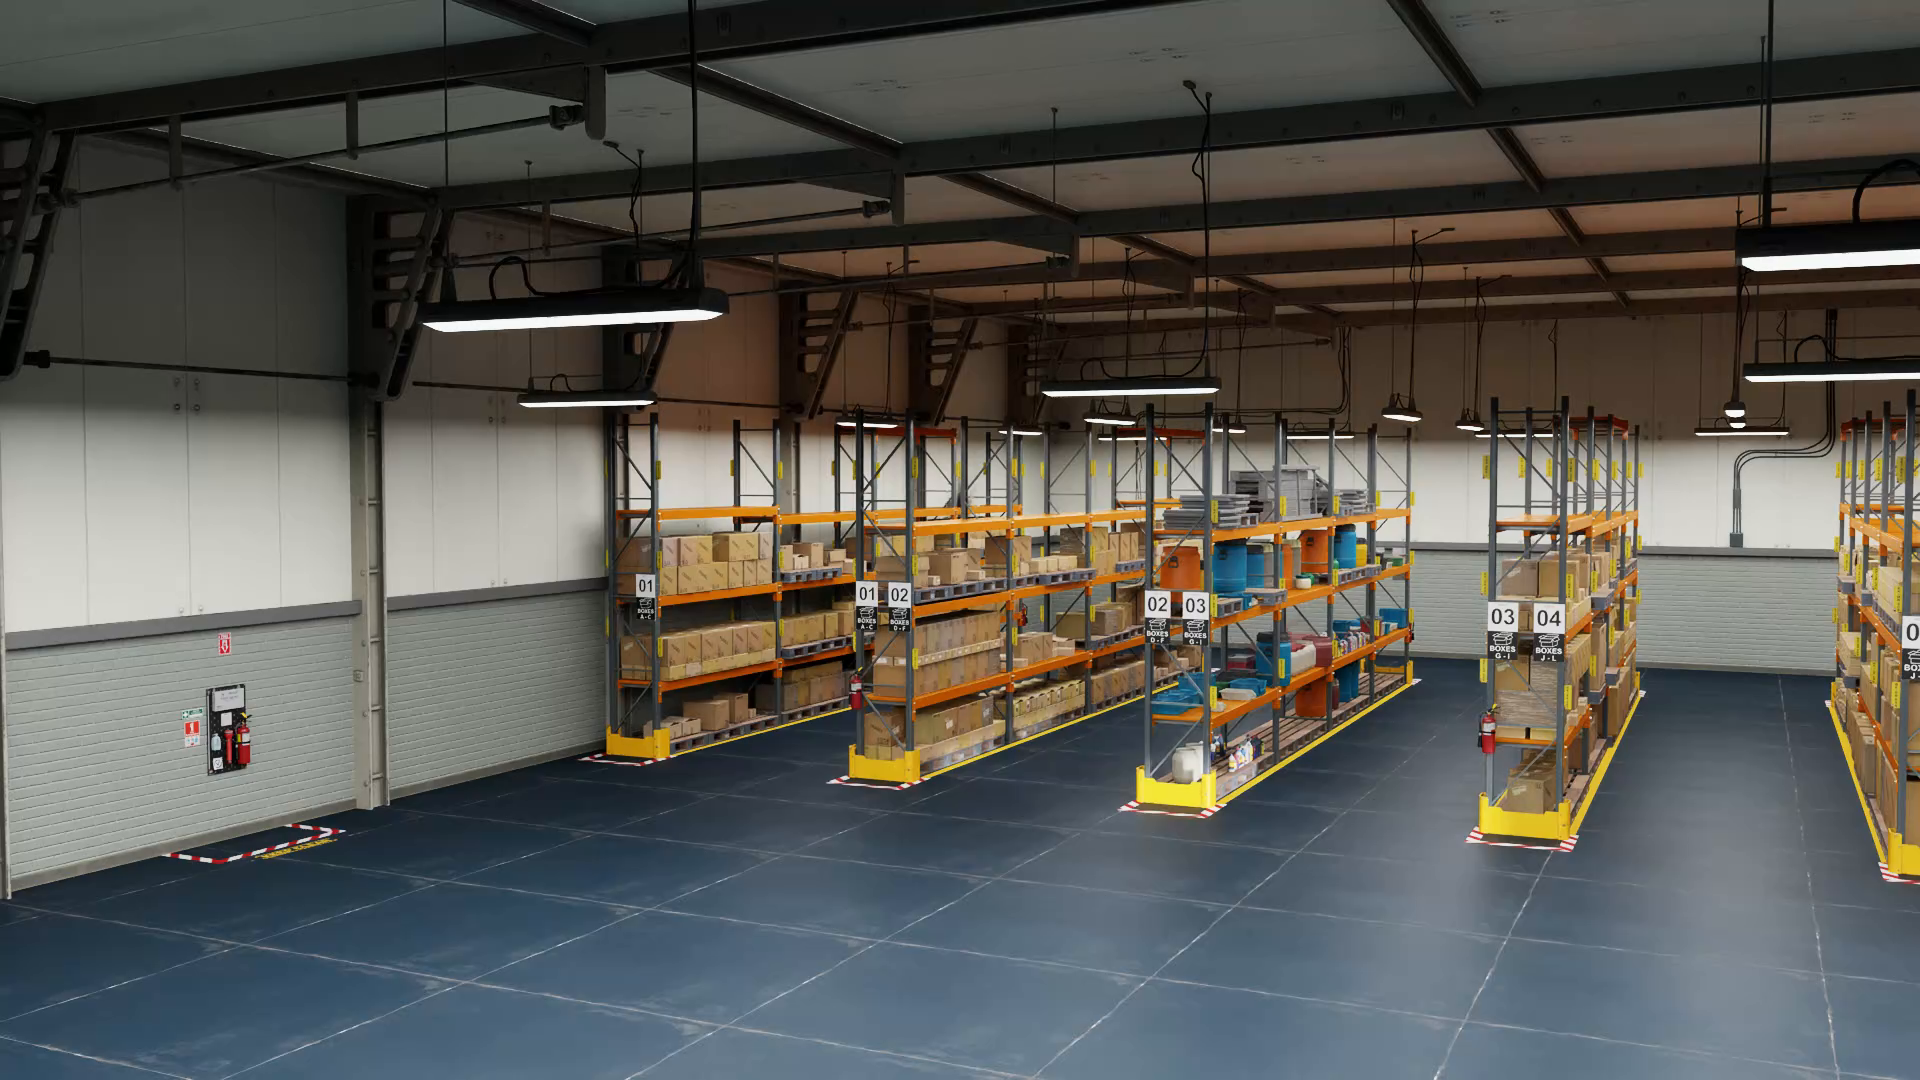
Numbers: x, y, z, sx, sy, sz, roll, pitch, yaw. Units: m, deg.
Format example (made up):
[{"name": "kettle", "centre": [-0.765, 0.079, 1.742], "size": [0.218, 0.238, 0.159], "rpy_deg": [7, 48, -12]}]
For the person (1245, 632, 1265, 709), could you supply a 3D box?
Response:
[{"name": "person", "centre": [6.385, 2.756, 35.008], "size": [0.714, 1.683, 1.015], "rpy_deg": [1, 3, 28]}]
